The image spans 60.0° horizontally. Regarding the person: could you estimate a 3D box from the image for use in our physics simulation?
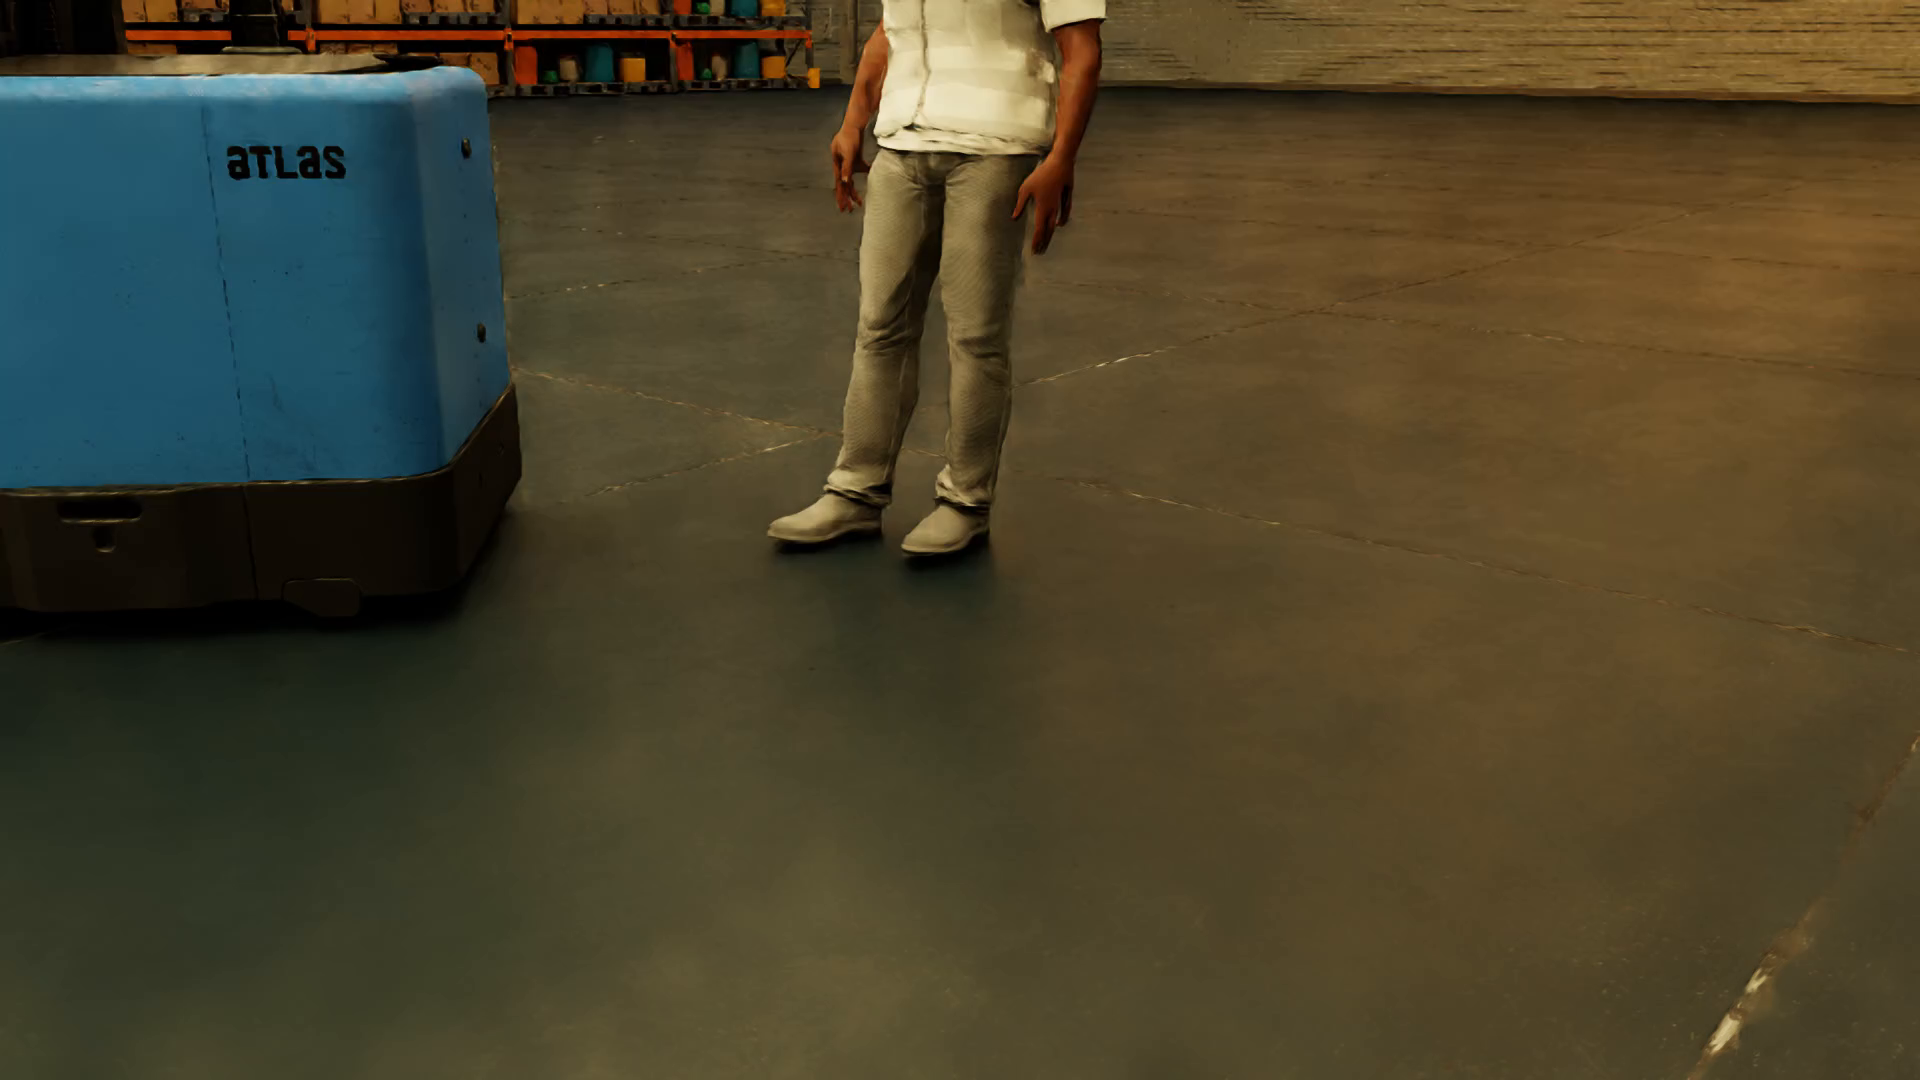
[{"bbox_3d":[-0.049,-0.838,3.636,0.666,1.765,0.577,13,21,37],"label":"person"}]

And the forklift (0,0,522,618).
[{"bbox_3d":[-2.577,-1.329,3.275,3.031,2.935,1.130,-2,17,-6],"label":"forklift"}]
